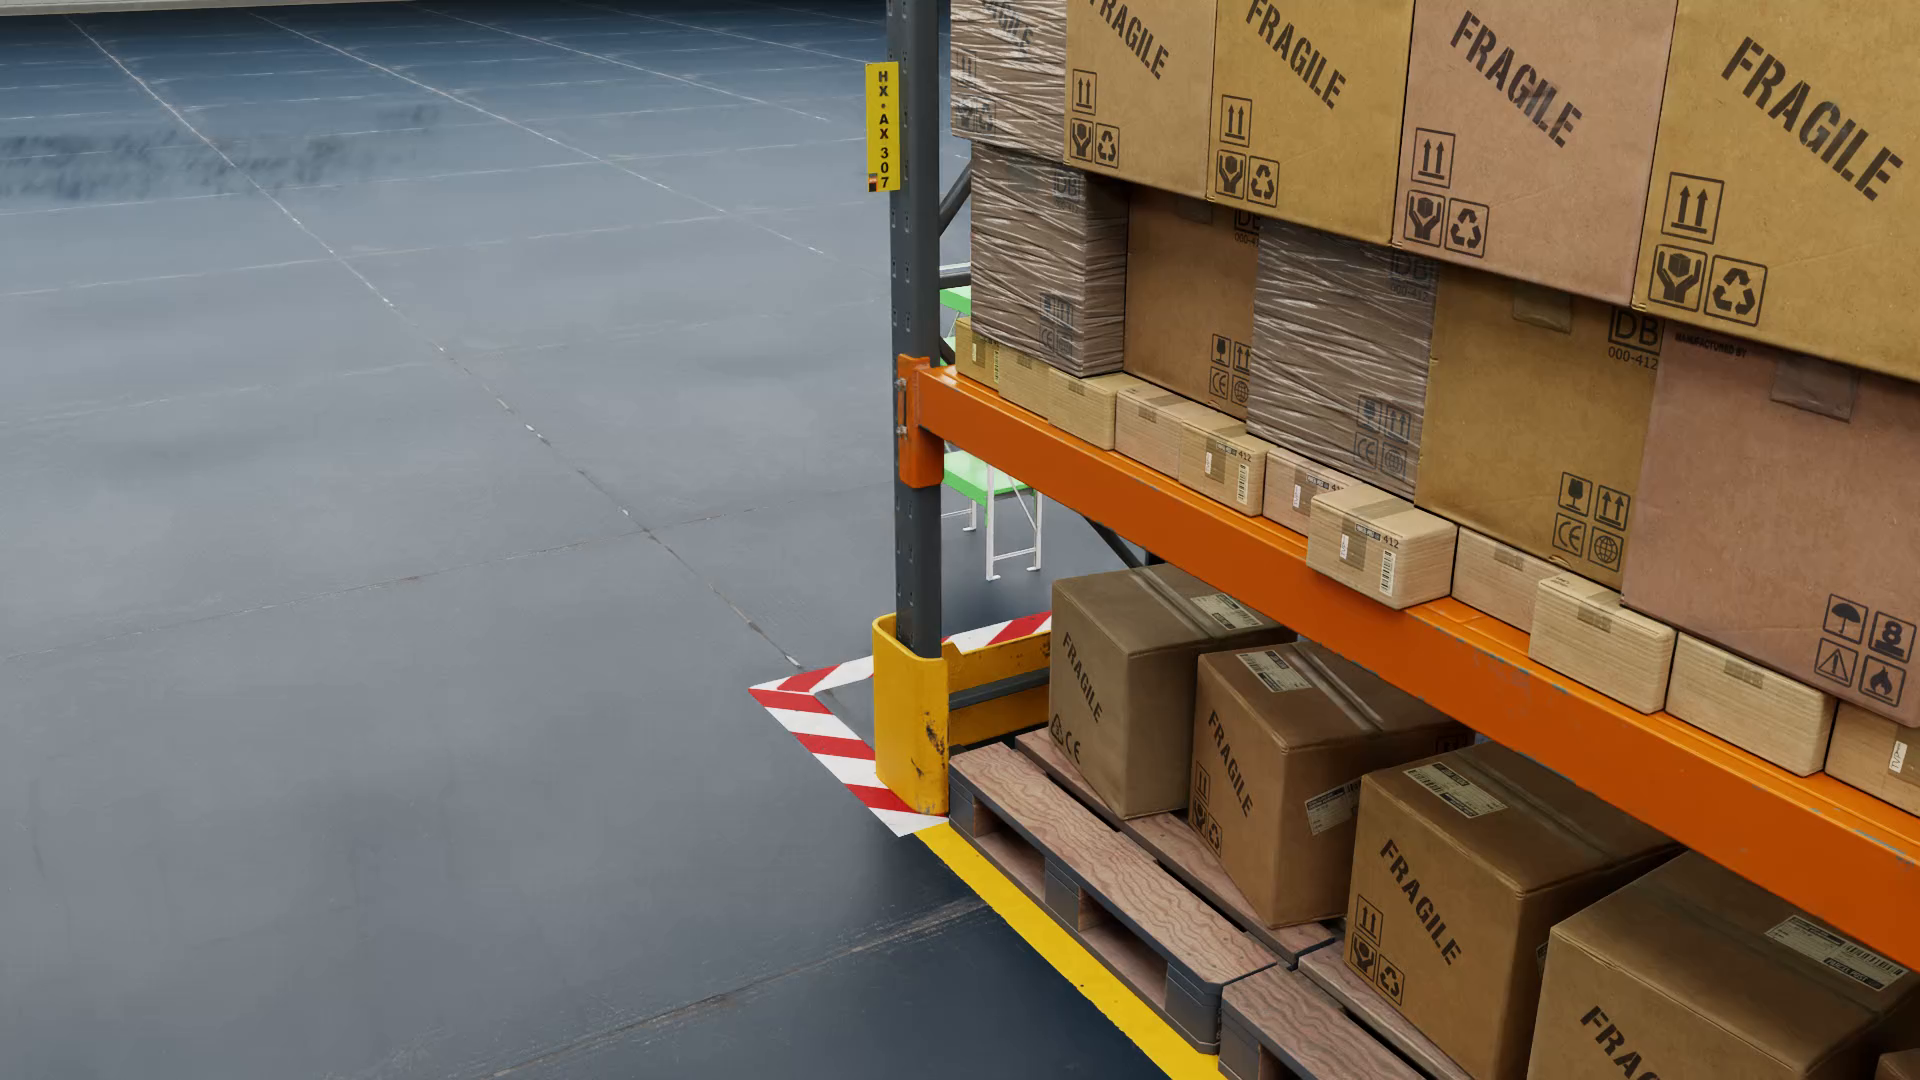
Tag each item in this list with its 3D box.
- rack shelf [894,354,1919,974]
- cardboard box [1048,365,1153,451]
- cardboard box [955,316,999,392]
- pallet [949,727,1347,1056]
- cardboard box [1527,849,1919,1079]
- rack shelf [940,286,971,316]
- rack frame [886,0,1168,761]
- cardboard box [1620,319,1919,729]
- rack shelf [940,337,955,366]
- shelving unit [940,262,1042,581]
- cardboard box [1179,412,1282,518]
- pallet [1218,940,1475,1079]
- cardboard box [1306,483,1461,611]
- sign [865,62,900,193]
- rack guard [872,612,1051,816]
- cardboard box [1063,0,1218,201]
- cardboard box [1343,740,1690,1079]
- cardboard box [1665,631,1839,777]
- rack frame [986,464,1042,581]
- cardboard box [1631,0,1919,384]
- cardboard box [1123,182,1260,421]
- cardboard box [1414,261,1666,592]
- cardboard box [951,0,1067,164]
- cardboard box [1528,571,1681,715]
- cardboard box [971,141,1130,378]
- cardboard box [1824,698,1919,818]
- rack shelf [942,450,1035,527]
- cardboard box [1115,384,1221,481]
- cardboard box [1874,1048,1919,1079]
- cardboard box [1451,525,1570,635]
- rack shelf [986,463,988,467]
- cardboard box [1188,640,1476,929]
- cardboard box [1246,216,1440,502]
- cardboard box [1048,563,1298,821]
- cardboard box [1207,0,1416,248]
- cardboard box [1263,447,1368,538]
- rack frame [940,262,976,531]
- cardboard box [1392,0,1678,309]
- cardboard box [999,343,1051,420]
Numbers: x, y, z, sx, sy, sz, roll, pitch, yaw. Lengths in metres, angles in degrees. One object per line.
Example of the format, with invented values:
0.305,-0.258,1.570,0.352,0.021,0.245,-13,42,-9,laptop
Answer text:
1.292,0.210,3.268,1.077,0.370,4.000,-13,25,-28,rack shelf
0.437,-0.348,4.018,0.380,0.149,0.250,-13,25,-28,cardboard box
0.211,-0.517,4.433,0.380,0.149,0.250,-13,25,-28,cardboard box
0.694,0.815,4.526,1.003,0.211,1.213,-13,25,-28,pallet
1.460,0.980,3.178,0.500,0.500,0.500,-15,27,-33,cardboard box
0.085,-0.888,6.297,0.258,0.148,0.480,-13,25,-28,rack shelf
0.270,-0.771,4.725,1.000,3.000,0.127,-13,25,-28,rack frame
1.570,-0.129,2.618,0.875,0.500,0.500,-13,25,-28,cardboard box
0.085,-0.665,6.387,0.258,0.148,0.480,-13,25,-28,rack shelf
0.085,-0.502,6.454,0.258,1.200,0.503,-13,25,-28,shelving unit
0.704,-0.189,3.627,0.380,0.149,0.250,-13,25,-28,cardboard box
1.313,1.209,3.555,1.003,0.211,1.213,-13,25,-28,pallet
0.894,-0.012,3.192,0.380,0.149,0.250,-13,25,-28,cardboard box
-0.196,-1.068,4.305,0.100,0.325,0.005,-13,25,-28,sign
0.309,0.411,5.135,1.175,0.500,0.348,-13,25,-28,rack guard
0.566,-1.025,3.494,0.500,0.500,0.500,-13,25,-28,cardboard box
1.213,0.791,3.644,0.500,0.500,0.500,-10,24,-23,cardboard box
1.355,0.213,2.638,0.380,0.149,0.250,-13,25,-28,cardboard box
0.209,-0.423,6.259,0.240,1.200,0.015,-13,25,-28,rack frame
1.336,-0.540,2.301,0.500,0.500,0.500,-13,25,-28,cardboard box
0.886,-0.633,3.858,0.875,0.500,0.500,-13,25,-28,cardboard box
1.350,-0.299,3.035,0.875,0.500,0.500,-13,25,-28,cardboard box
0.317,-1.188,3.895,0.500,0.500,0.500,-13,25,-28,cardboard box
1.198,0.139,2.820,0.380,0.149,0.250,-13,25,-28,cardboard box
0.528,-0.772,4.199,0.875,0.500,0.500,-13,25,-28,cardboard box
1.518,0.286,2.458,0.380,0.149,0.250,-13,25,-28,cardboard box
0.085,-0.221,6.568,0.258,0.148,0.480,-13,25,-28,rack shelf
0.583,-0.271,3.829,0.380,0.149,0.250,-13,25,-28,cardboard box
1.845,1.166,2.721,0.500,0.500,0.500,-5,23,-11,cardboard box
1.136,0.043,3.056,0.380,0.149,0.250,-13,25,-28,cardboard box
0.085,-0.443,6.478,0.258,0.148,0.480,-13,25,-28,rack shelf
0.910,0.585,4.152,0.500,0.500,0.500,-6,23,-14,cardboard box
1.105,-0.463,3.439,0.875,0.500,0.500,-13,25,-28,cardboard box
0.575,0.398,4.612,0.500,0.500,0.500,-8,23,-18,cardboard box
0.823,-0.863,3.096,0.500,0.500,0.500,-13,25,-28,cardboard box
0.855,-0.113,3.440,0.380,0.149,0.250,-13,25,-28,cardboard box
-0.040,-0.581,6.648,0.240,1.200,0.015,-13,25,-28,rack frame
1.084,-0.703,2.701,0.500,0.500,0.500,-13,25,-28,cardboard box
0.322,-0.432,4.224,0.380,0.149,0.250,-13,25,-28,cardboard box
